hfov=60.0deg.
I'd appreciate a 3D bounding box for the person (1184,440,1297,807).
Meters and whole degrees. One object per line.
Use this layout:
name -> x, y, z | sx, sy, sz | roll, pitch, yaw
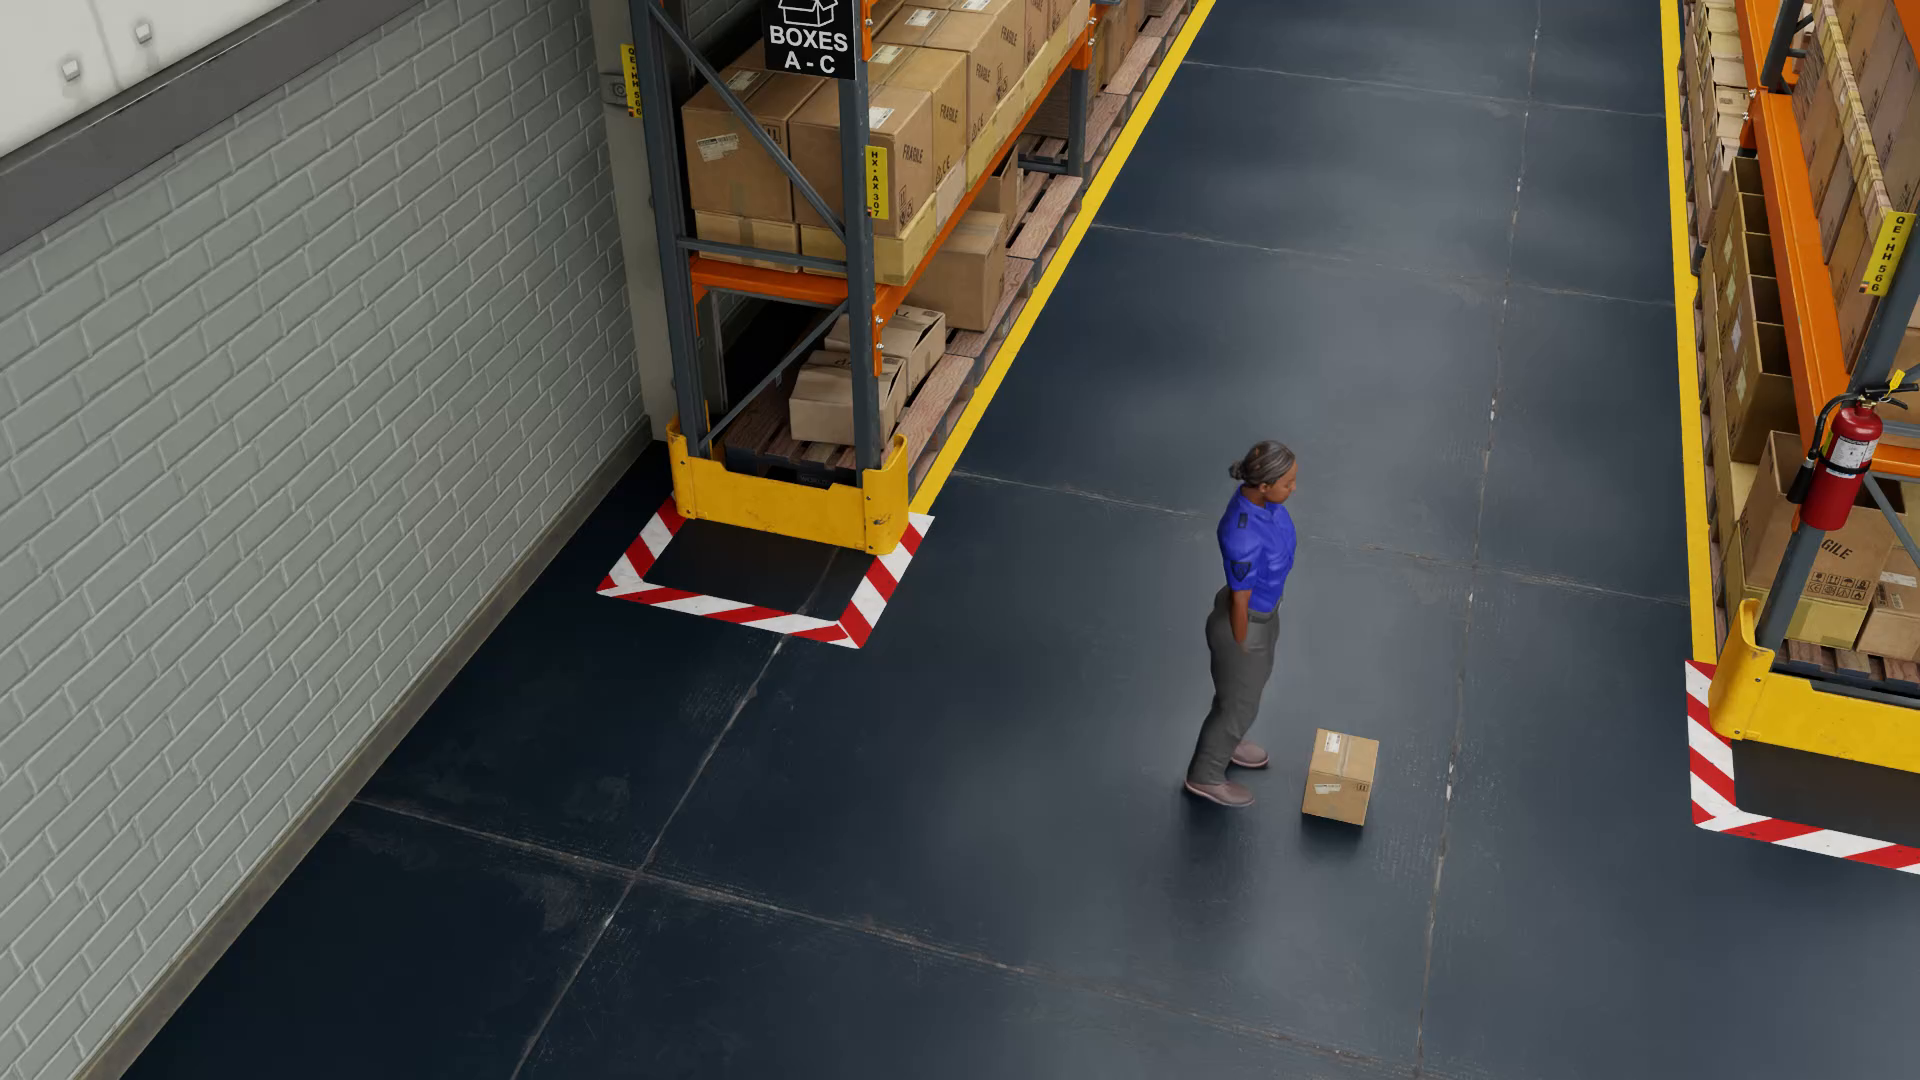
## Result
person -> 1.125, 0.317, 6.494 | 0.308, 1.666, 0.438 | 11, 39, 15
